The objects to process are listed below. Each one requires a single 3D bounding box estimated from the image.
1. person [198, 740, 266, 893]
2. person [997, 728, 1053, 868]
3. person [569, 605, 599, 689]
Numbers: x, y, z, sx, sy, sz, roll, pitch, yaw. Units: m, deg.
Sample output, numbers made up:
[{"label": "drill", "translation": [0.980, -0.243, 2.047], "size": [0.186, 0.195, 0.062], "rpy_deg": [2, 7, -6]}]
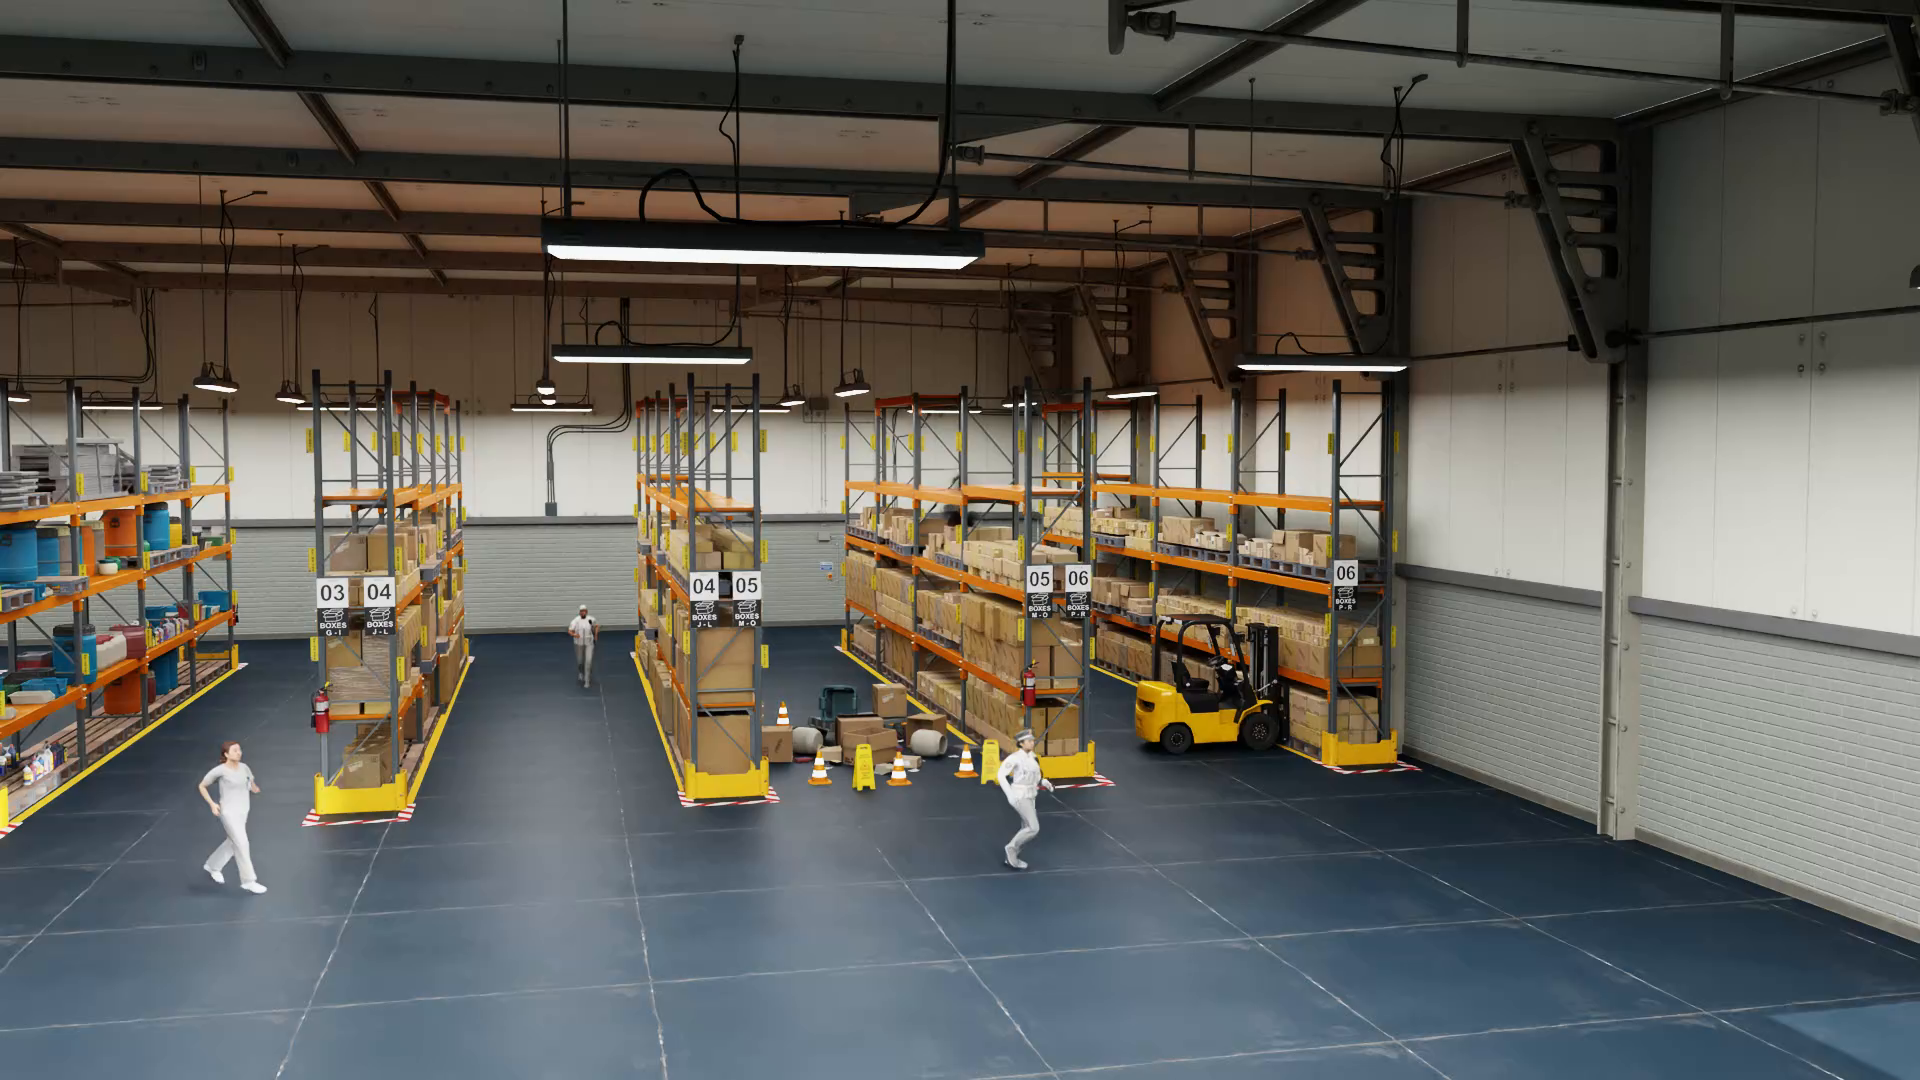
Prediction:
[{"label": "person", "translation": [-8.121, 3.061, 18.576], "size": [0.948, 1.661, 0.567], "rpy_deg": [1, 4, 20]}, {"label": "person", "translation": [0.797, 3.036, 19.558], "size": [0.560, 1.661, 0.623], "rpy_deg": [2, 4, 31]}, {"label": "person", "translation": [-7.790, 2.185, 34.453], "size": [0.616, 1.687, 0.925], "rpy_deg": [-1, 3, -11]}]
